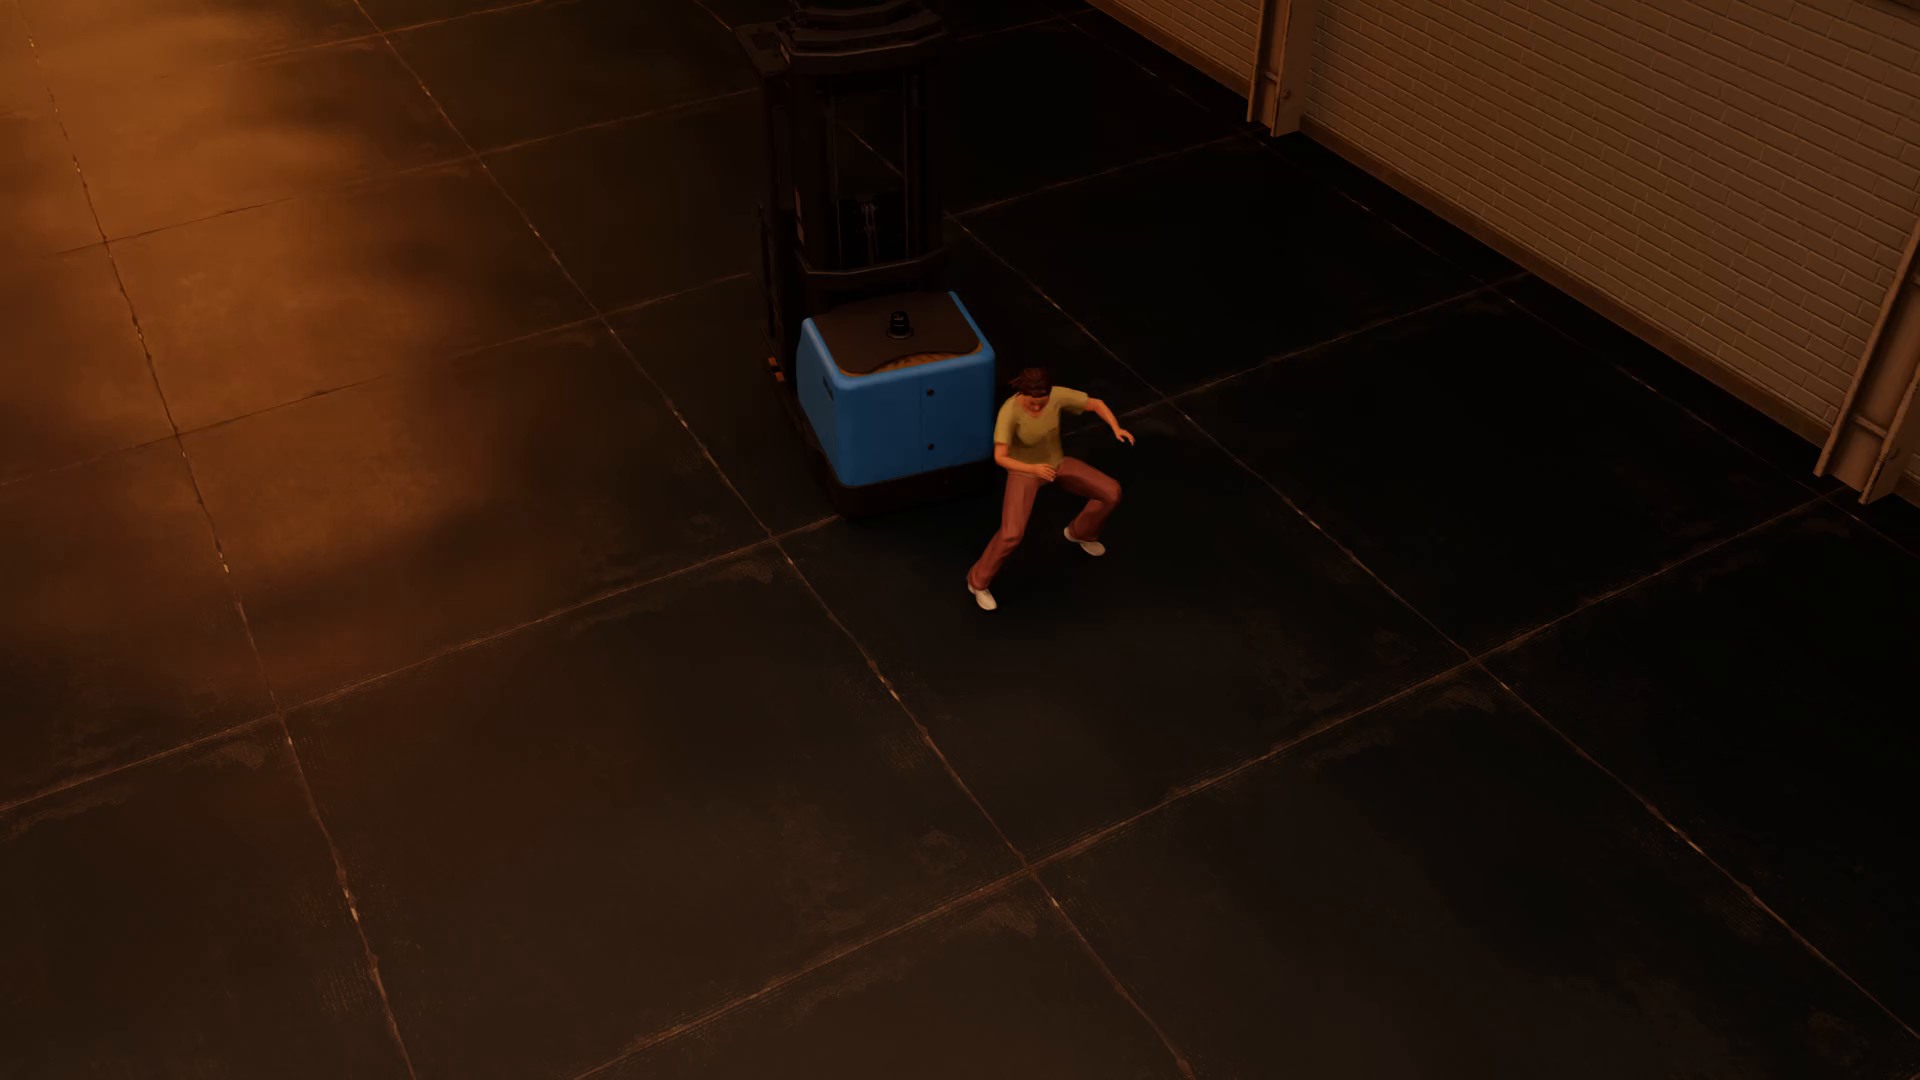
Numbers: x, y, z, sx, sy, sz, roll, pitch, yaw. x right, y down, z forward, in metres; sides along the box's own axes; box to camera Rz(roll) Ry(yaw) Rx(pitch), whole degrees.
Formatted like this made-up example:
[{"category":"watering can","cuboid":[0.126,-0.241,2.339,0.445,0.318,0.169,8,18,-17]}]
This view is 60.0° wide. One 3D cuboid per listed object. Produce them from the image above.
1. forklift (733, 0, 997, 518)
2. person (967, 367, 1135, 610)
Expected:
[{"category":"forklift","cuboid":[-0.741,-2.212,10.703,1.130,2.935,3.031,-13,41,-15]},{"category":"person","cuboid":[0.488,-0.352,9.634,0.958,1.430,0.669,-13,41,-15]}]
